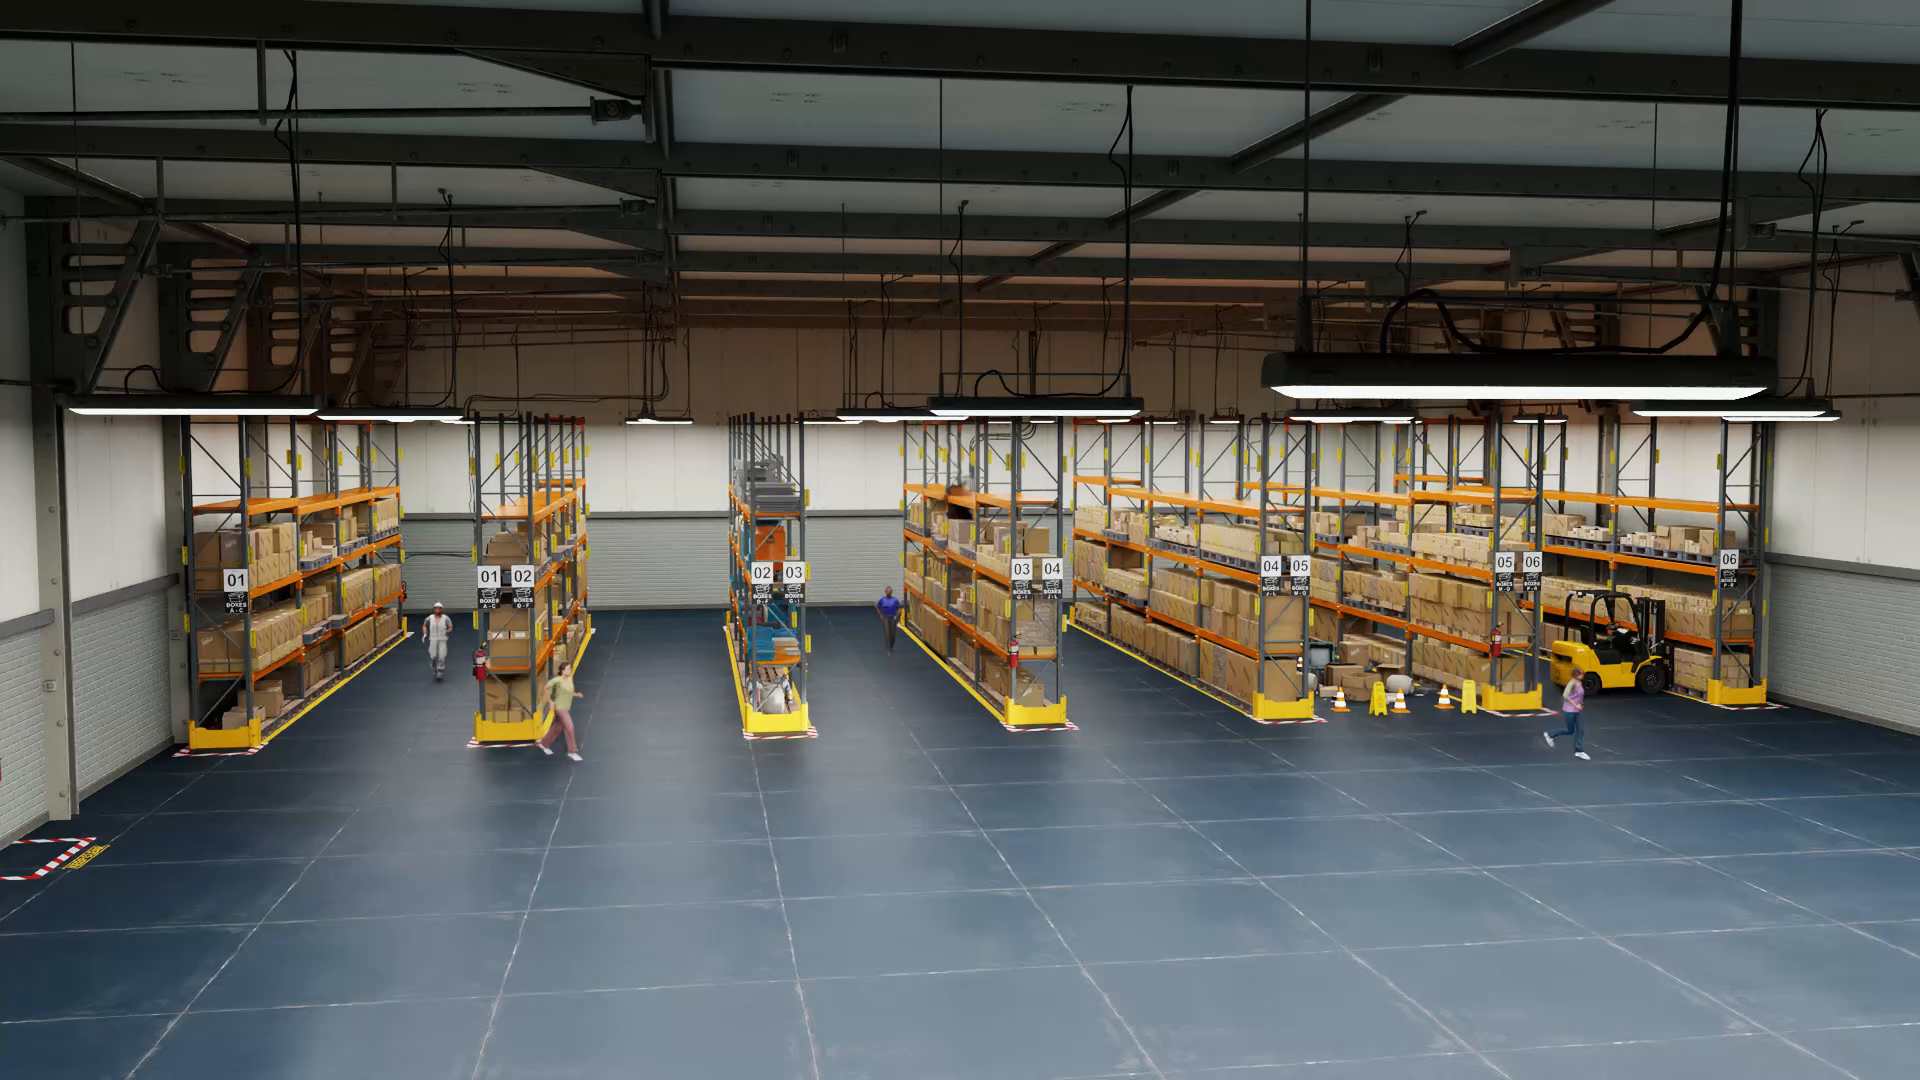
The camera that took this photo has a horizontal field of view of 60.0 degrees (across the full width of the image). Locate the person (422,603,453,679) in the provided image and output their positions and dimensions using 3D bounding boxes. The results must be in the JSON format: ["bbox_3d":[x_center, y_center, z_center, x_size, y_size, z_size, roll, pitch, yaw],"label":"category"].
[{"bbox_3d":[-11.786,2.286,37.528,0.664,1.739,0.603,-1,4,-16],"label":"person"}]

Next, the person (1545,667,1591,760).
[{"bbox_3d":[10.593,2.981,28.901,0.820,1.587,0.566,3,5,40],"label":"person"}]

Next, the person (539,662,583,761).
[{"bbox_3d":[-6.891,2.943,28.691,0.923,1.696,0.521,1,4,17],"label":"person"}]

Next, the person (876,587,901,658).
[{"bbox_3d":[-1.692,1.935,39.582,0.590,1.662,0.679,-1,4,-8],"label":"person"}]
